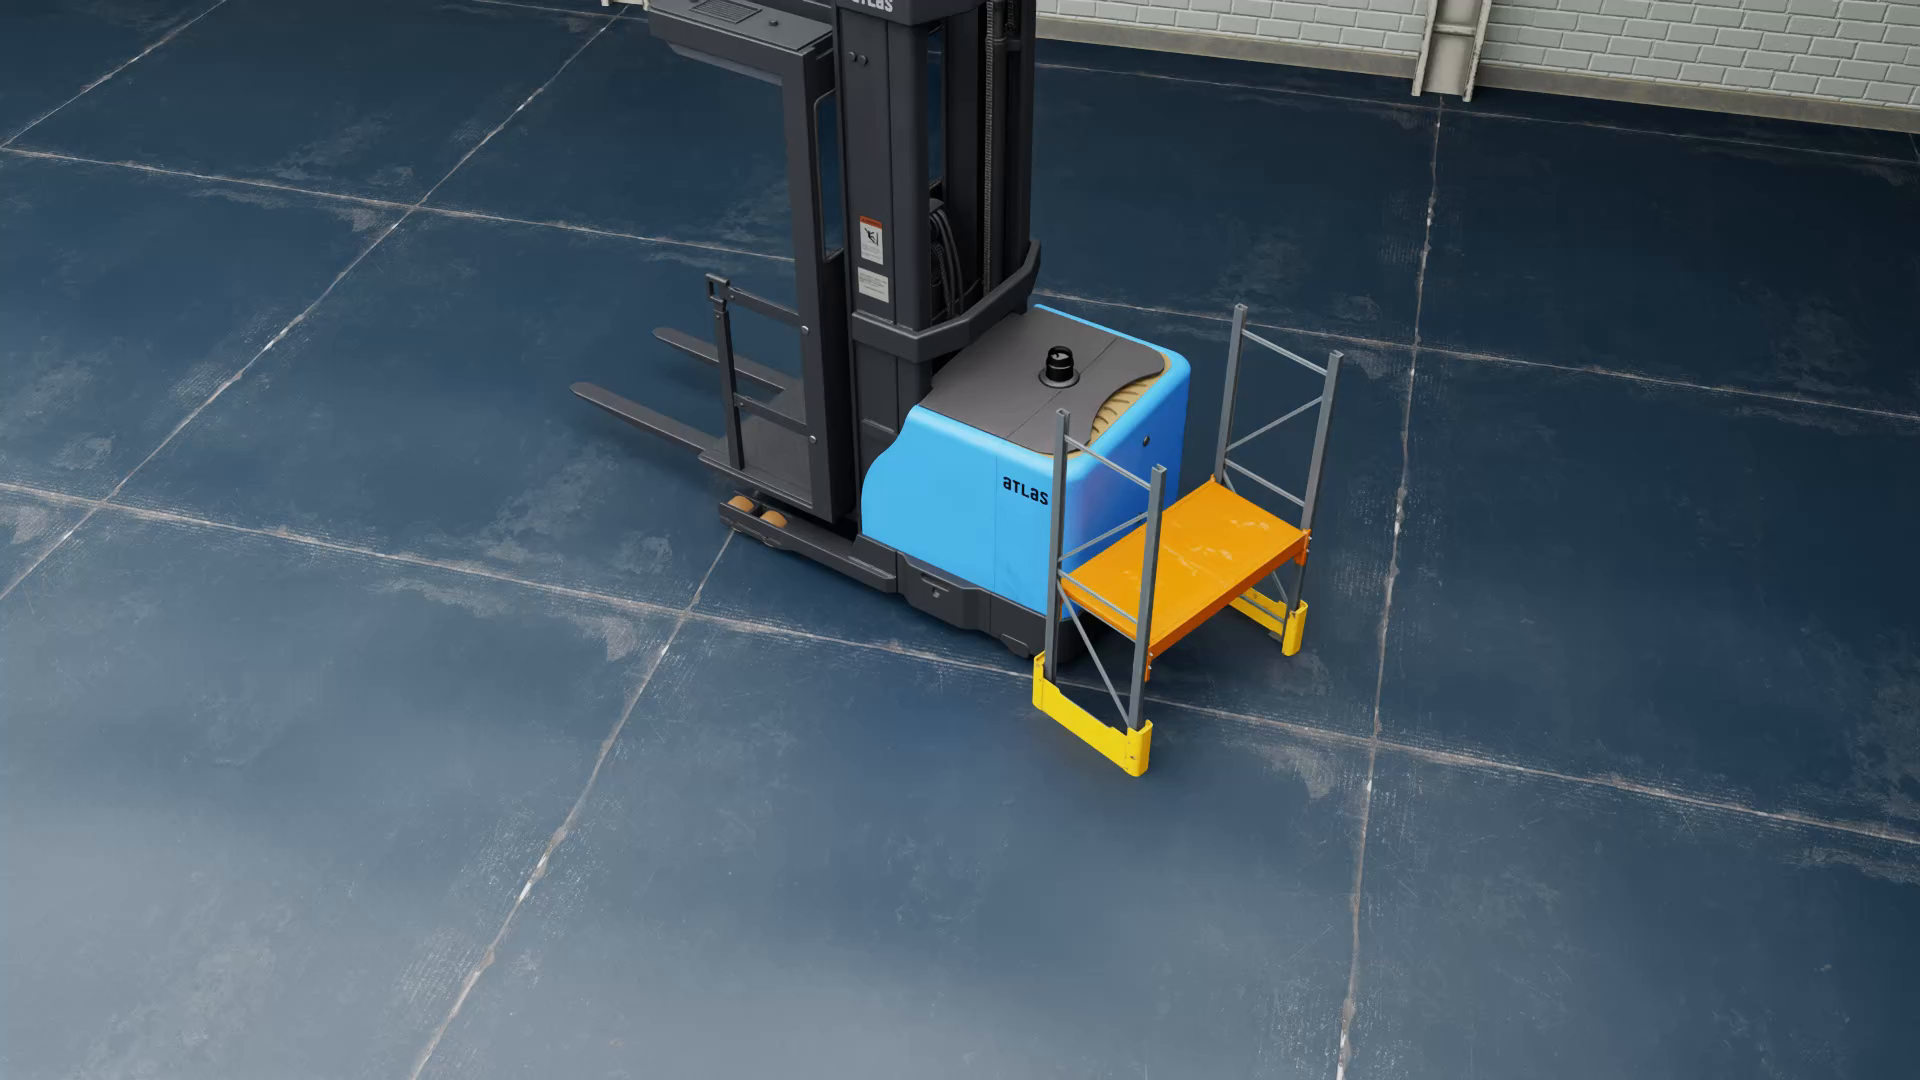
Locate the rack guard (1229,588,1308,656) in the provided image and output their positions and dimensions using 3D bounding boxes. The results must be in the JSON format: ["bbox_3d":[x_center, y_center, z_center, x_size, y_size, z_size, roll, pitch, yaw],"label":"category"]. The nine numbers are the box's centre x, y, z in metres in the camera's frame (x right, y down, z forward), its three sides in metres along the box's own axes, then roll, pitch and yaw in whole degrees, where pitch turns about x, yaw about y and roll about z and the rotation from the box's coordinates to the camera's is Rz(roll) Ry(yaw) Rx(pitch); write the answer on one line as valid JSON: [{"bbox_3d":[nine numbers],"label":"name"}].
[{"bbox_3d":[1.245,0.255,7.252,0.087,0.250,0.587,-32,49,-32],"label":"rack guard"}]

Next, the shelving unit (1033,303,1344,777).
[{"bbox_3d":[0.886,-0.001,6.585,1.083,1.500,0.587,-32,49,-32],"label":"shelving unit"}]

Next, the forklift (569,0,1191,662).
[{"bbox_3d":[-0.517,-1.348,7.075,3.031,2.935,1.130,24,45,25],"label":"forklift"}]

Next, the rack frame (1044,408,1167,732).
[{"bbox_3d":[0.527,0.222,6.320,0.032,1.500,0.500,-32,49,-32],"label":"rack frame"}]

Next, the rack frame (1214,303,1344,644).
[{"bbox_3d":[1.259,-0.232,6.860,0.032,1.500,0.500,-32,49,-32],"label":"rack frame"}]

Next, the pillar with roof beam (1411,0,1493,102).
[{"bbox_3d":[2.207,-3.875,5.367,0.400,9.000,9.100,10,41,11],"label":"pillar with roof beam"}]

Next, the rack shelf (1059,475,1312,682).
[{"bbox_3d":[0.893,0.132,6.706,1.000,0.185,0.538,-32,49,-32],"label":"rack shelf"}]

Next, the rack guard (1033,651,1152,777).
[{"bbox_3d":[0.528,0.700,6.723,0.087,0.250,0.587,-32,49,-32],"label":"rack guard"}]
